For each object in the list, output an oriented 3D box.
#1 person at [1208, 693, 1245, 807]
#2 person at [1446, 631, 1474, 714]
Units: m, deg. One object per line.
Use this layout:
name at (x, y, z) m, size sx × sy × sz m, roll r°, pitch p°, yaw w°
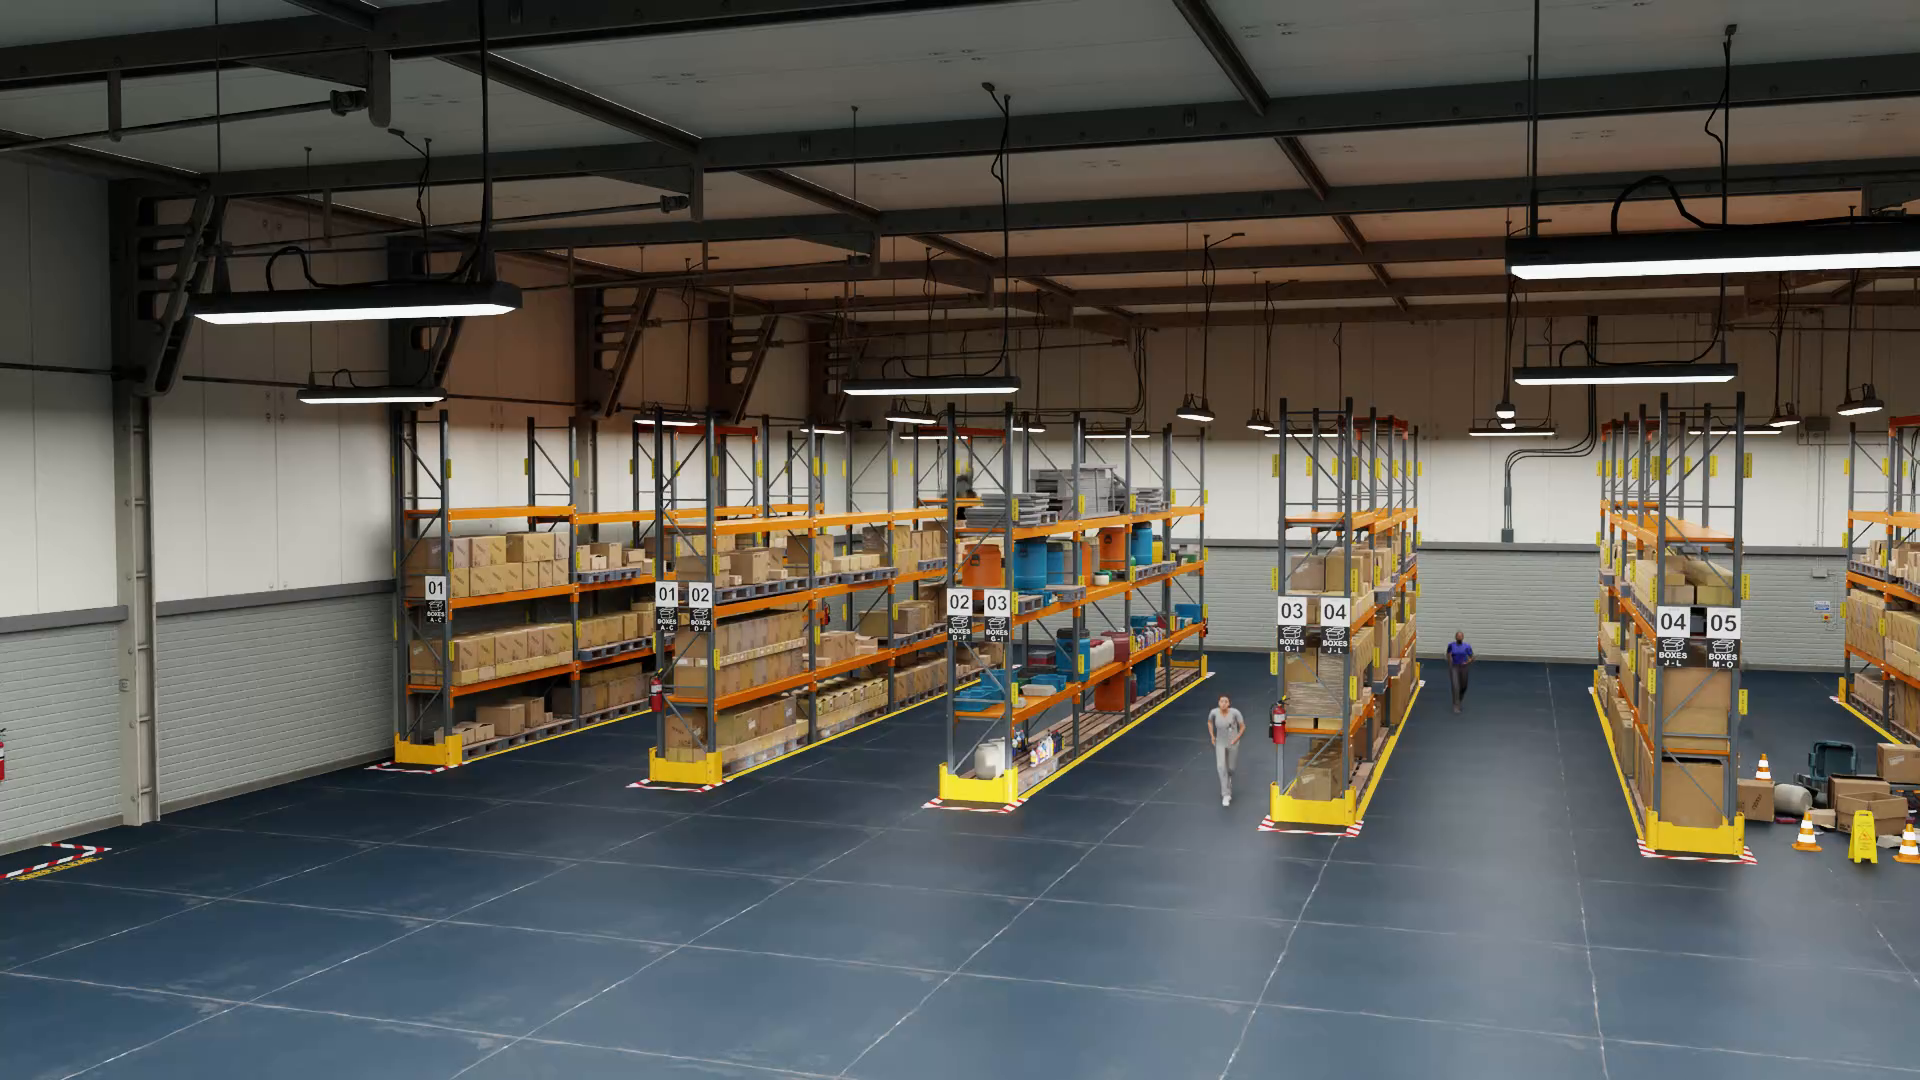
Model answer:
person at (4.016, 3.116, 25.124) m, size 0.550 × 1.661 × 1.051 m, roll 0°, pitch 2°, yaw 11°
person at (10.368, 2.718, 34.466) m, size 0.545 × 1.662 × 1.094 m, roll 1°, pitch 3°, yaw 14°
